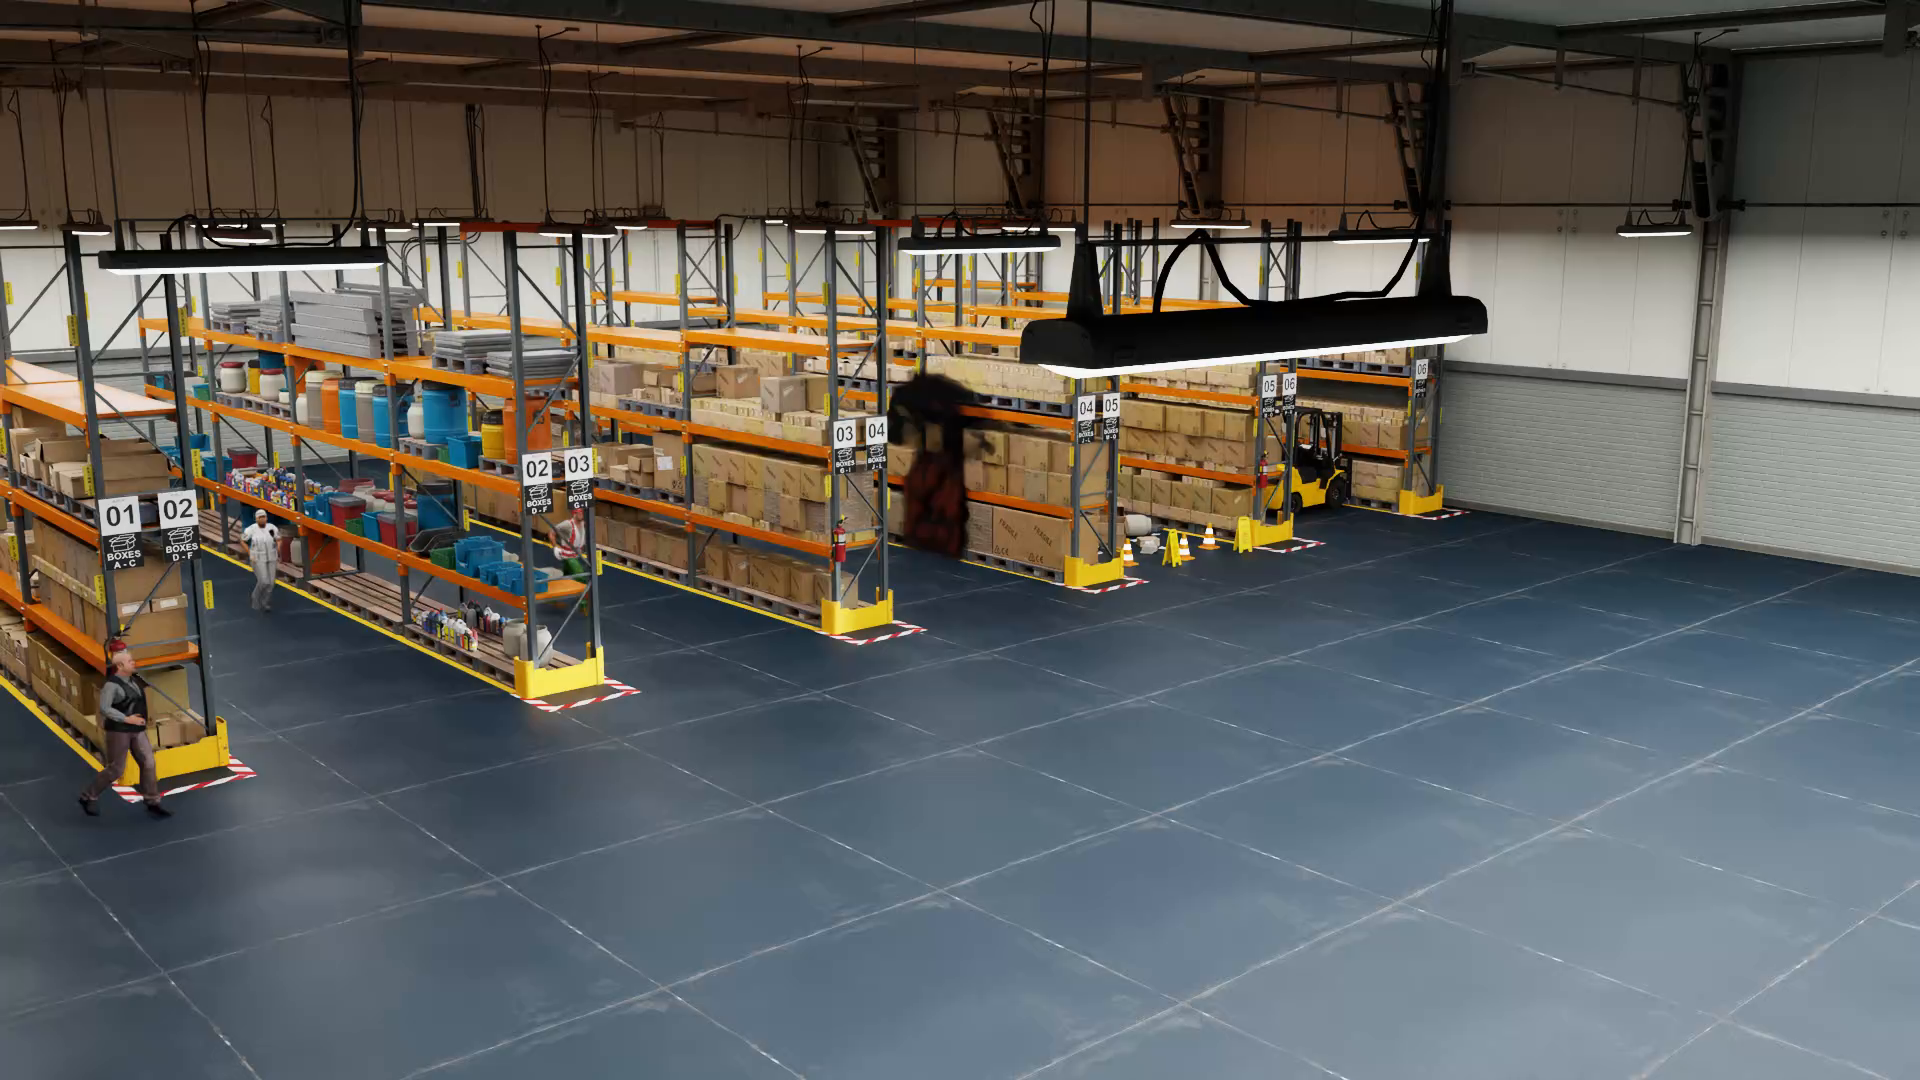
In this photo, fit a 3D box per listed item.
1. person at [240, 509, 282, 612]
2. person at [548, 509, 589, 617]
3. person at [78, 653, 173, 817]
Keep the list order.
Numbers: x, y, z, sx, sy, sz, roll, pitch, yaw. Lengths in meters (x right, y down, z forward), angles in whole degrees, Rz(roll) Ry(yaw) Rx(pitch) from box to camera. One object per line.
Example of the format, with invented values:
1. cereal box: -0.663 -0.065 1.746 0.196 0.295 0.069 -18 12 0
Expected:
1. person: -10.902 0.328 26.098 0.575 1.634 0.583 -10 15 -41
2. person: -6.108 0.297 25.955 0.911 1.788 0.667 5 12 23
3. person: -8.725 2.029 17.472 0.948 1.704 0.725 1 11 6
